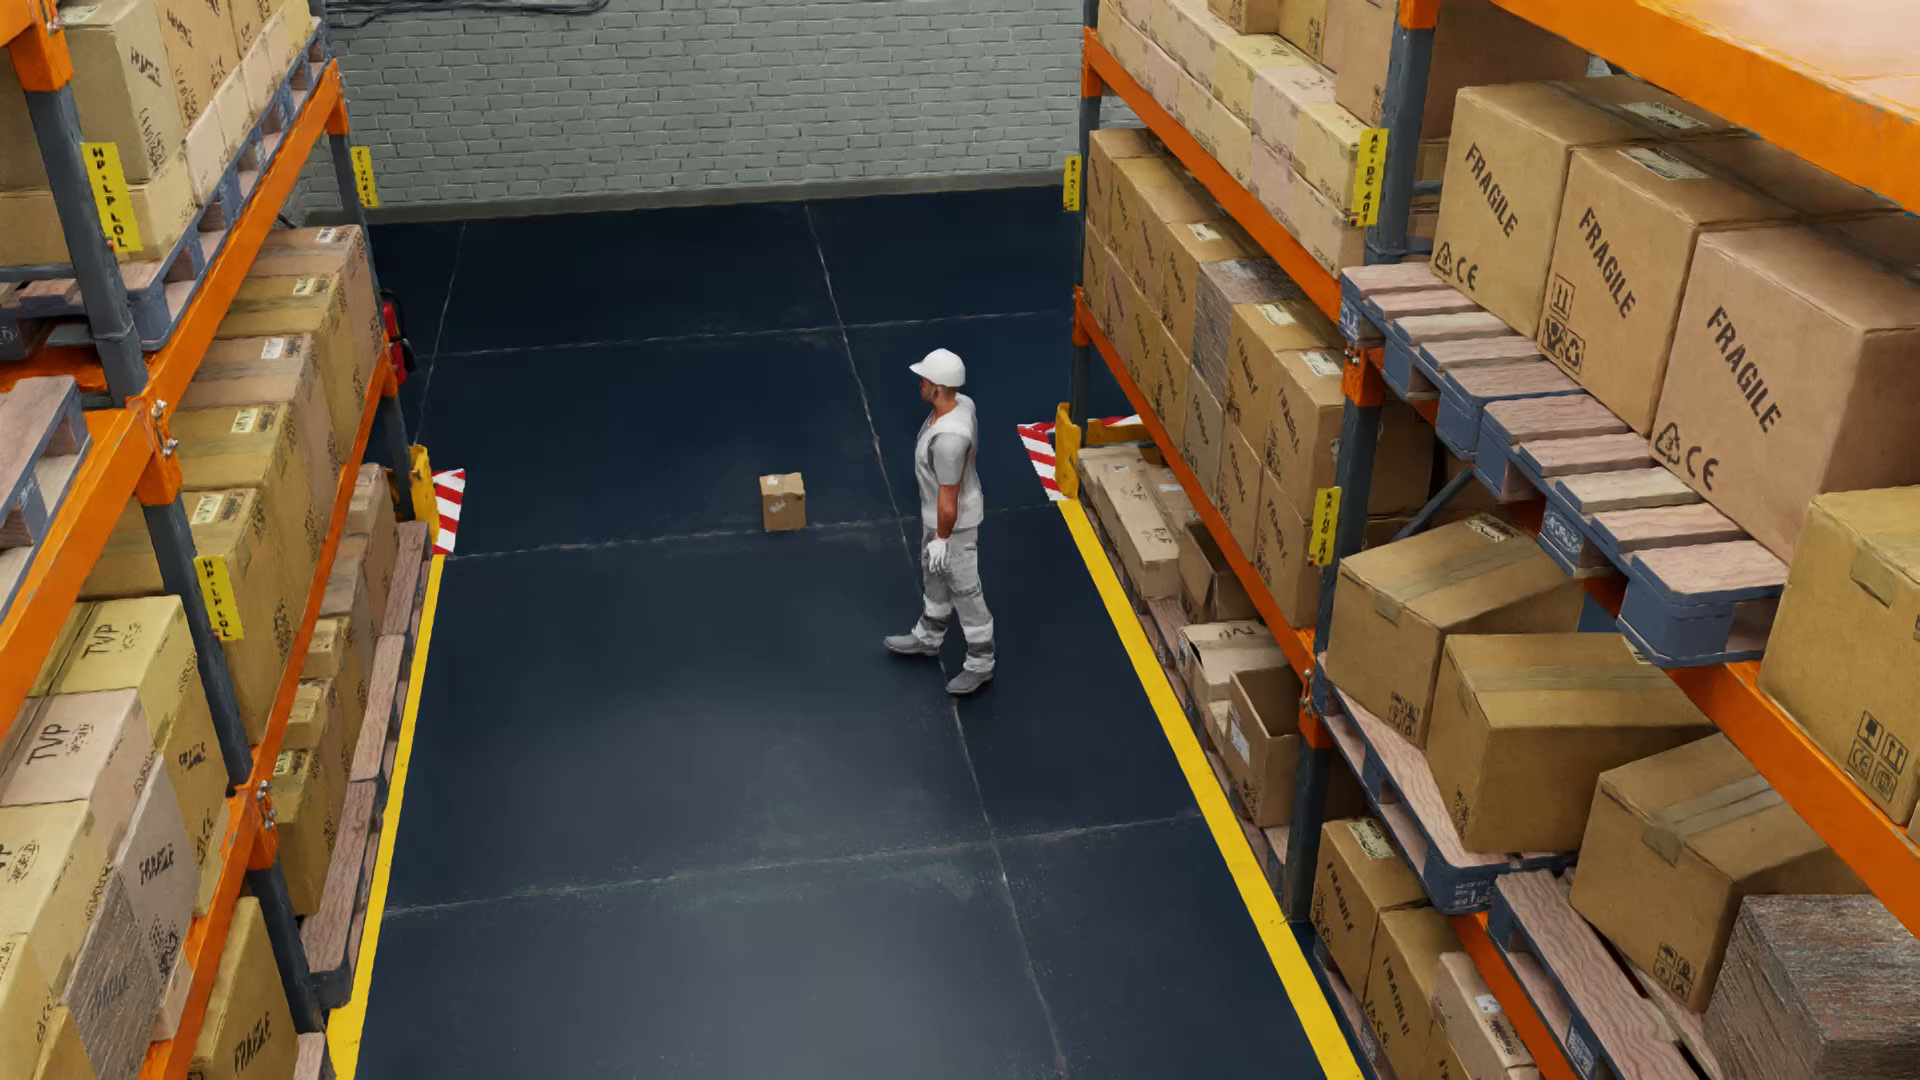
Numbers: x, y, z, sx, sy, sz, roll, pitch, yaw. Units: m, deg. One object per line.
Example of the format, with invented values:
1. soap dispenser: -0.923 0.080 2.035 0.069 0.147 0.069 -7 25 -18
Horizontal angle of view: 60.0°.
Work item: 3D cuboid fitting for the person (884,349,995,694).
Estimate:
1. person: -0.112 -0.126 8.281 0.577 1.787 0.689 -1 30 -2
